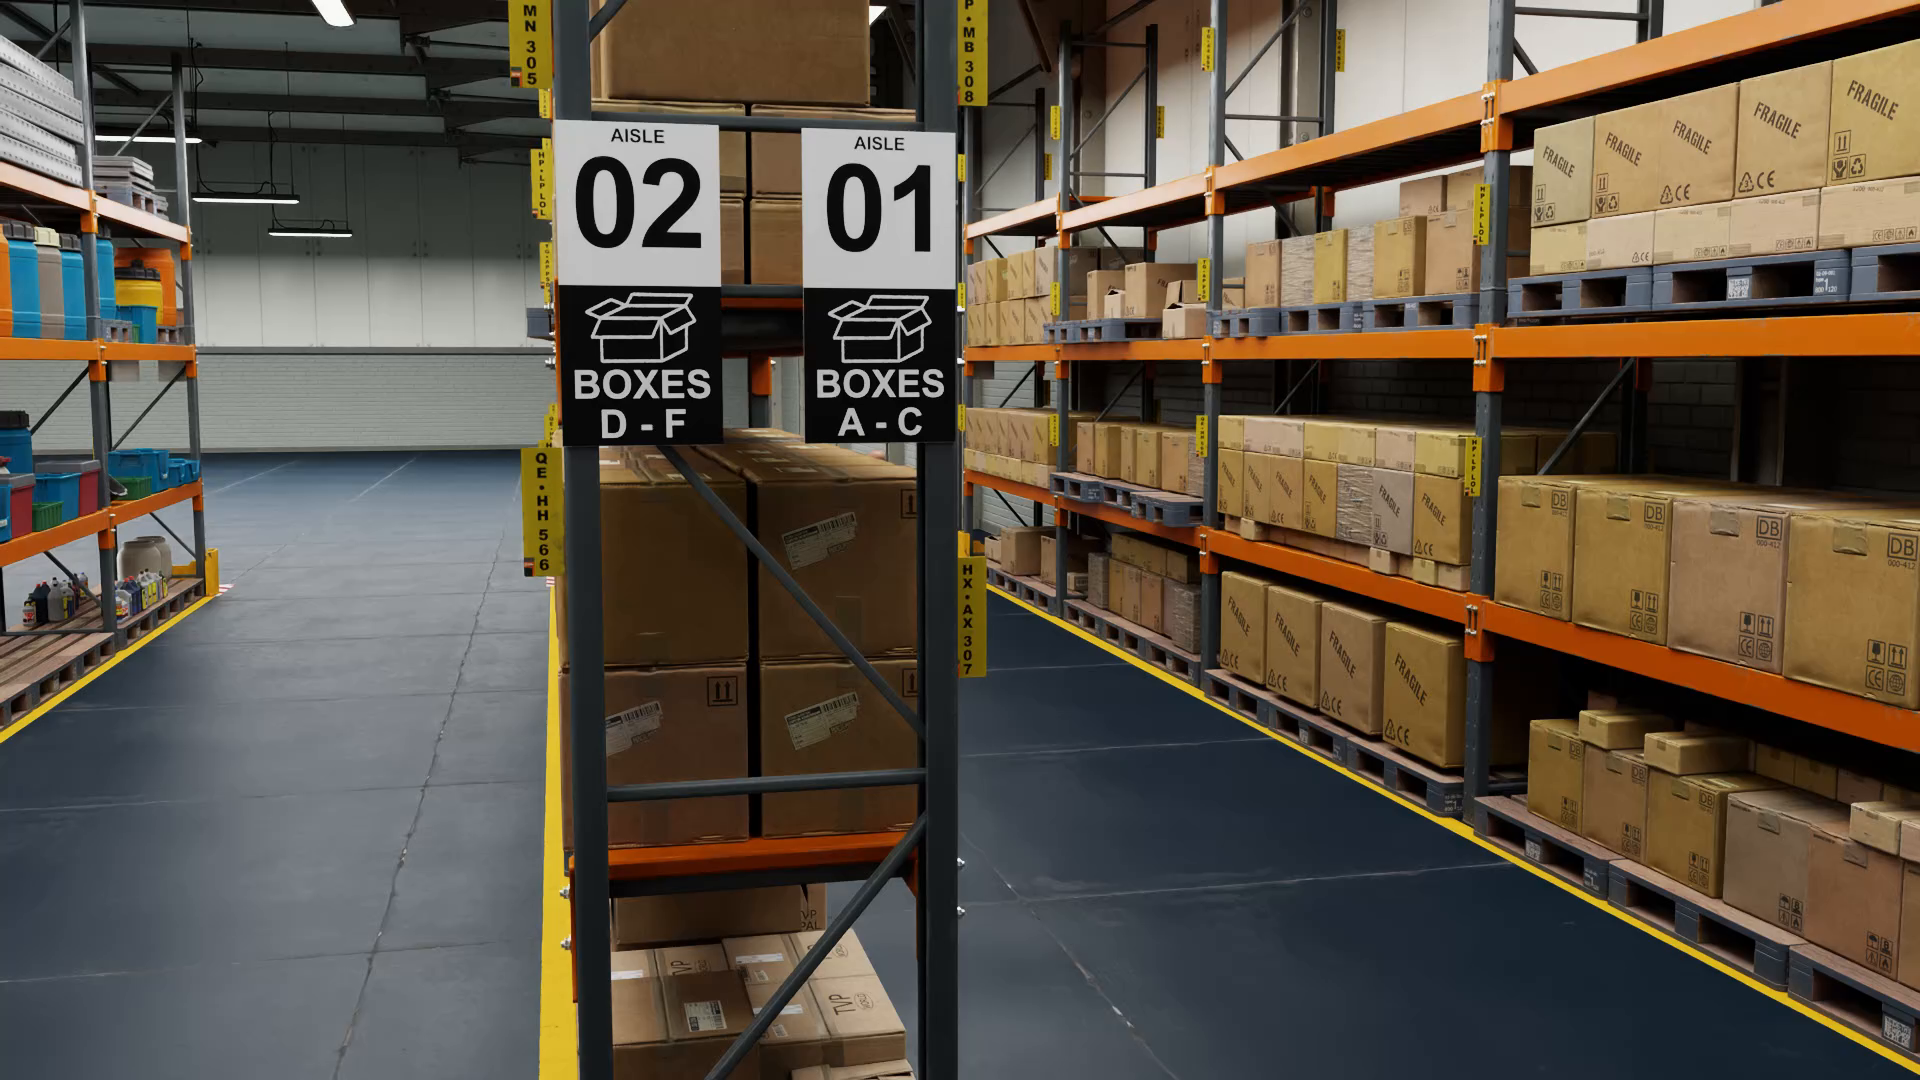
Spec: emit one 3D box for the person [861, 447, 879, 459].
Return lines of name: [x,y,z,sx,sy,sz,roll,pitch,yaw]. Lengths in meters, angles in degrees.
person: [-0.950,-0.123,17.584,0.469,1.722,0.596,3,7,24]
